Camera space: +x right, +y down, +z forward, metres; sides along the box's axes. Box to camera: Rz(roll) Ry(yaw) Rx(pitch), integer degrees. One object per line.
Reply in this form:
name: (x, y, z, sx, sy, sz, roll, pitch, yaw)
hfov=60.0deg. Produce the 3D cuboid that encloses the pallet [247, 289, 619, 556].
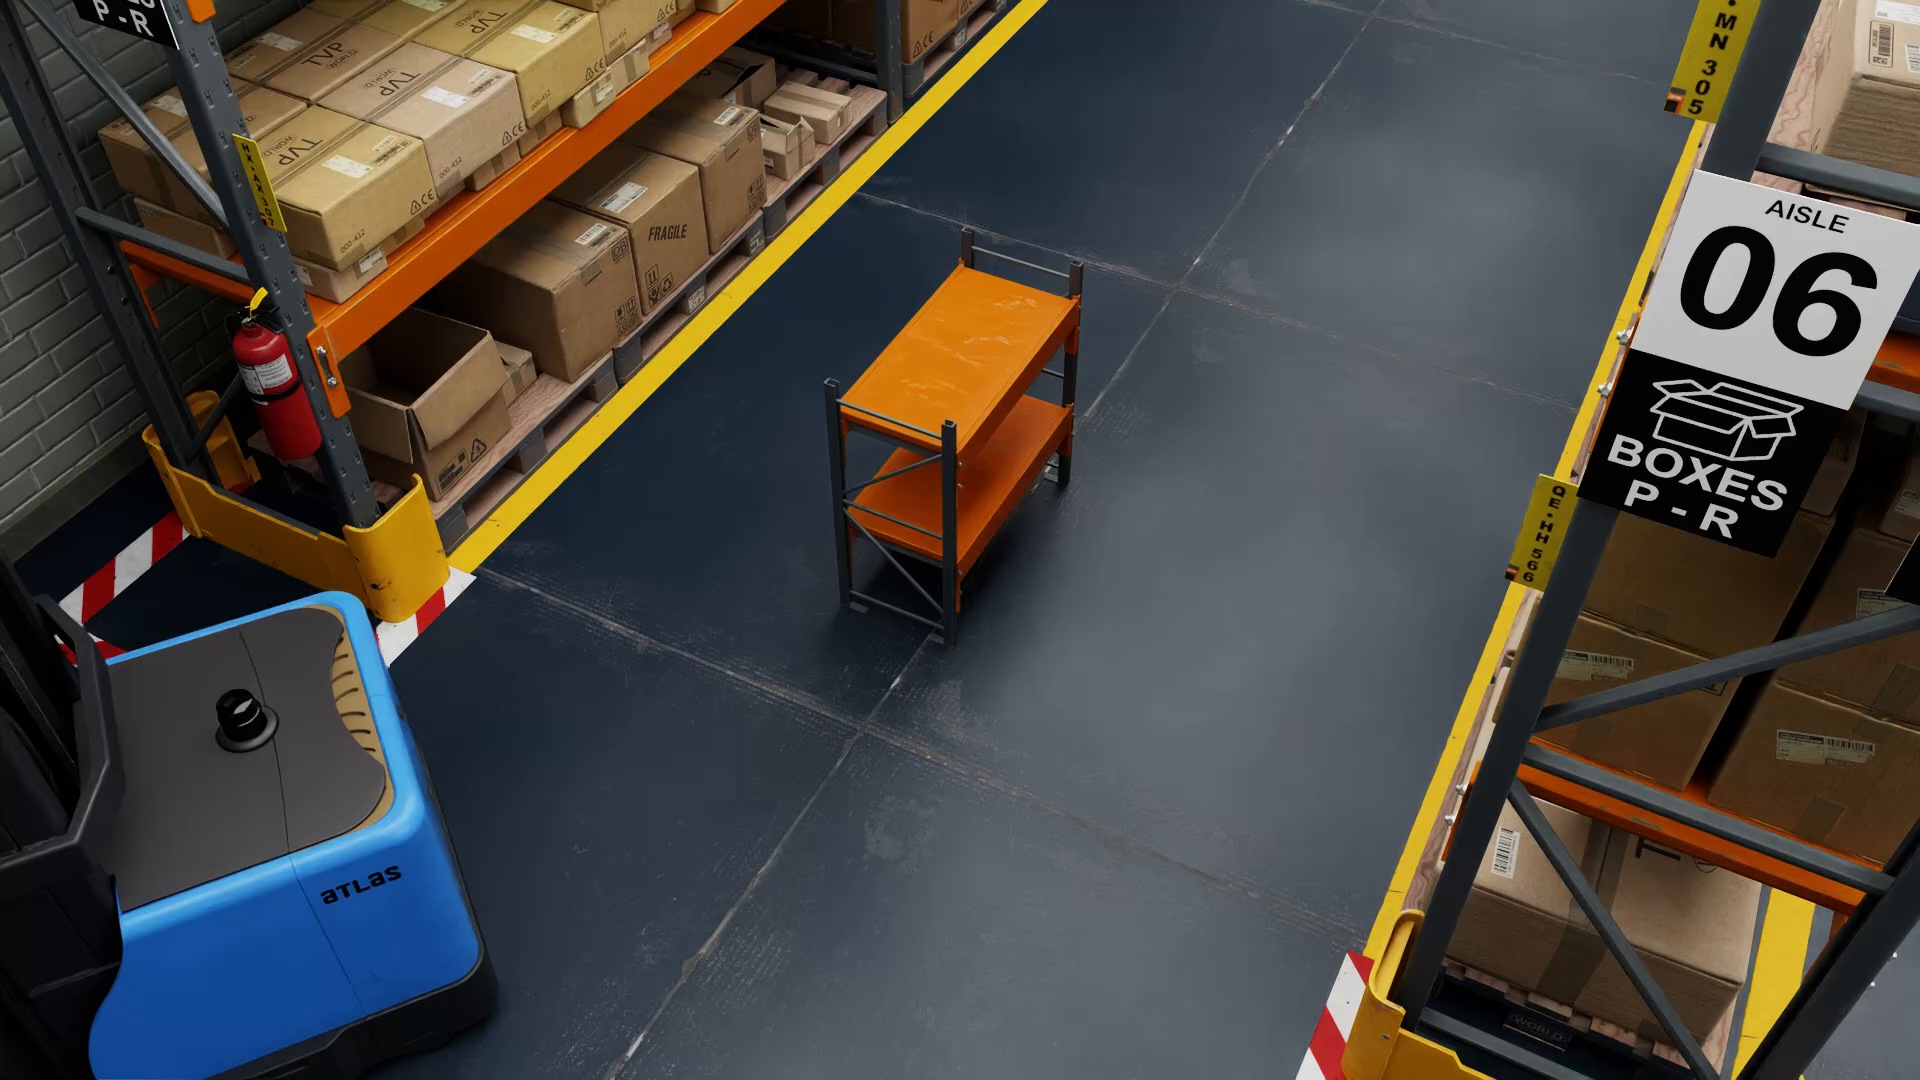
pallet: (-2.231, -0.540, 7.135, 1.003, 0.211, 1.213, 20, 49, 19)

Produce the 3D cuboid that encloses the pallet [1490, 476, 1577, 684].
pallet: (2.632, 0.352, 6.254, 1.003, 0.211, 1.213, 20, 49, 19)

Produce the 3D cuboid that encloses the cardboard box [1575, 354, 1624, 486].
cardboard box: (2.818, -0.175, 6.321, 0.875, 0.438, 0.875, 19, 48, 18)

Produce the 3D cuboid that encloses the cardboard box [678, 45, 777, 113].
cardboard box: (-1.294, -2.354, 8.562, 0.500, 0.311, 0.500, 22, 49, 20)

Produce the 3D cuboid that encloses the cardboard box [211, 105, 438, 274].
cardboard box: (-2.186, -1.218, 5.741, 0.500, 0.250, 0.500, 21, 49, 19)

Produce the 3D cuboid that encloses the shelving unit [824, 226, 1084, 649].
shelving unit: (-0.003, -0.391, 6.346, 0.538, 1.125, 1.048, 20, 49, 19)

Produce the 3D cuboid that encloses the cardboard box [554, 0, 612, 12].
cardboard box: (-1.490, -2.427, 6.409, 0.500, 0.500, 0.500, 22, 49, 20)

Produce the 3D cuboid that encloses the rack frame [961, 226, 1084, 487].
rack frame: (0.233, -0.711, 6.662, 0.500, 1.125, 0.032, 20, 49, 19)

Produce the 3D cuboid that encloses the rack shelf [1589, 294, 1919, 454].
rack shelf: (2.691, -1.394, 4.416, 1.077, 0.370, 4.000, 20, 49, 19)

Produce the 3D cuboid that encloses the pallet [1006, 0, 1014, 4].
pallet: (0.131, -3.805, 10.363, 1.003, 0.211, 1.213, 20, 49, 19)

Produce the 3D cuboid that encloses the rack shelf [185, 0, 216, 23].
rack shelf: (-1.707, -3.031, 6.033, 1.077, 0.370, 4.000, 20, 49, 19)

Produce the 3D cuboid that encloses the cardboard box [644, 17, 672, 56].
cardboard box: (-1.435, -2.151, 6.943, 0.380, 0.149, 0.250, 20, 49, 19)

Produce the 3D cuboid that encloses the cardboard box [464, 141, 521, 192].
cardboard box: (-1.900, -1.489, 6.289, 0.380, 0.149, 0.250, 22, 49, 20)

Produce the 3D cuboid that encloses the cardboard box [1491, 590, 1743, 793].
cardboard box: (1.752, 0.241, 4.333, 0.500, 0.500, 0.500, 21, 49, 19)

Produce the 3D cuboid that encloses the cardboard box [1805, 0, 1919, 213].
cardboard box: (1.892, -0.831, 3.093, 0.500, 0.250, 0.500, 16, 48, 15)

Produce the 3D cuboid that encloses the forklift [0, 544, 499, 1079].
forklift: (-3.008, 0.620, 4.076, 3.031, 2.935, 1.130, -19, 48, -18)

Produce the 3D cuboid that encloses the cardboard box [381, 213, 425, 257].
cardboard box: (-2.163, -1.173, 5.977, 0.380, 0.149, 0.250, 22, 49, 20)

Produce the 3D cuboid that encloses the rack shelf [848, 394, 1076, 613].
rack shelf: (-0.003, -0.219, 6.520, 0.538, 0.278, 1.000, 20, 49, 19)

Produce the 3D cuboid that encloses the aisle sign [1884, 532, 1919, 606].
aisle sign: (1.986, -0.106, 2.918, 0.394, 0.787, 0.004, 20, 49, 19)

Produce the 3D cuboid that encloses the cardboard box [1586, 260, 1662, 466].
cardboard box: (1.992, -0.441, 4.303, 0.500, 0.500, 0.500, 21, 49, 19)

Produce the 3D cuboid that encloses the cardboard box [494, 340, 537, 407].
cardboard box: (-2.036, -0.724, 7.065, 0.380, 0.149, 0.250, 19, 48, 18)

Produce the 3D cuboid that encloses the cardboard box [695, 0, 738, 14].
cardboard box: (-1.143, -2.447, 7.236, 0.380, 0.149, 0.250, 20, 49, 18)

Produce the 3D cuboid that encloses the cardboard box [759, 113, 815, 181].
cardboard box: (-0.943, -2.003, 8.248, 0.396, 0.266, 0.258, 22, 49, 20)

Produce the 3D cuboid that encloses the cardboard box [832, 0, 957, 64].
cardboard box: (-0.355, -2.989, 9.057, 0.500, 0.500, 0.500, 22, 49, 21)

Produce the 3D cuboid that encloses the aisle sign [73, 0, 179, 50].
aisle sign: (-2.407, -1.743, 4.536, 0.394, 0.787, 0.004, 20, 49, 19)

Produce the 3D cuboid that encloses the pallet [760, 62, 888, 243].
pallet: (-1.098, -2.077, 8.654, 1.003, 0.211, 1.213, 20, 49, 19)

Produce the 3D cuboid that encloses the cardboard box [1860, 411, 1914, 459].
cardboard box: (2.232, -0.268, 3.677, 0.380, 0.149, 0.250, 22, 49, 20)

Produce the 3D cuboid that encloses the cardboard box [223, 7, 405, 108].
cardboard box: (-2.416, -1.723, 6.240, 0.500, 0.250, 0.500, 21, 49, 19)

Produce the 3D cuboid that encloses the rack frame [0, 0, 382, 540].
rack frame: (-2.635, -0.969, 5.599, 1.000, 3.000, 0.127, 20, 49, 19)

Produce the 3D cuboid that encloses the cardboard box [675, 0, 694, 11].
cardboard box: (-1.261, -2.509, 7.017, 0.500, 0.250, 0.500, 20, 49, 19)

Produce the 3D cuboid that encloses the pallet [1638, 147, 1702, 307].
pallet: (3.911, -1.384, 7.969, 1.003, 0.211, 1.213, 20, 49, 19)

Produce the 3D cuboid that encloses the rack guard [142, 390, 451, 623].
rack guard: (-2.600, -0.139, 6.535, 1.175, 0.500, 0.348, 20, 49, 19)

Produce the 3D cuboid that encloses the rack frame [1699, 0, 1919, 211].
rack frame: (1.763, -1.442, 1.848, 1.000, 3.000, 0.127, 20, 49, 19)

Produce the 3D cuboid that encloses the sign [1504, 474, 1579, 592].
sign: (1.289, -0.011, 3.671, 0.100, 0.325, 0.005, 20, 49, 19)

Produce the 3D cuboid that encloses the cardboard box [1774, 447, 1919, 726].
cardboard box: (2.238, 0.072, 3.796, 0.500, 0.500, 0.500, 19, 48, 18)

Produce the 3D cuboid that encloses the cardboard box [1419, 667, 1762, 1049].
cardboard box: (1.981, 0.971, 5.187, 0.875, 0.438, 0.875, 19, 48, 18)

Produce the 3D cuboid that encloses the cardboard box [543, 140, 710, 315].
cardboard box: (-1.502, -1.418, 7.505, 0.500, 0.500, 0.500, 21, 49, 20)

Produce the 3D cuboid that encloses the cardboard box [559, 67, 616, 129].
cardboard box: (-1.598, -1.793, 6.589, 0.380, 0.149, 0.250, 19, 48, 18)

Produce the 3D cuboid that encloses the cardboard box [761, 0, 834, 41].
cardboard box: (-0.812, -3.165, 9.231, 0.500, 0.500, 0.500, 20, 49, 19)

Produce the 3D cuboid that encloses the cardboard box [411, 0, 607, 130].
cardboard box: (-1.720, -1.856, 6.372, 0.500, 0.250, 0.500, 20, 49, 18)

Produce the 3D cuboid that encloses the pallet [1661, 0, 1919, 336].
pallet: (2.098, -0.827, 3.412, 1.003, 0.211, 1.213, 20, 49, 19)
